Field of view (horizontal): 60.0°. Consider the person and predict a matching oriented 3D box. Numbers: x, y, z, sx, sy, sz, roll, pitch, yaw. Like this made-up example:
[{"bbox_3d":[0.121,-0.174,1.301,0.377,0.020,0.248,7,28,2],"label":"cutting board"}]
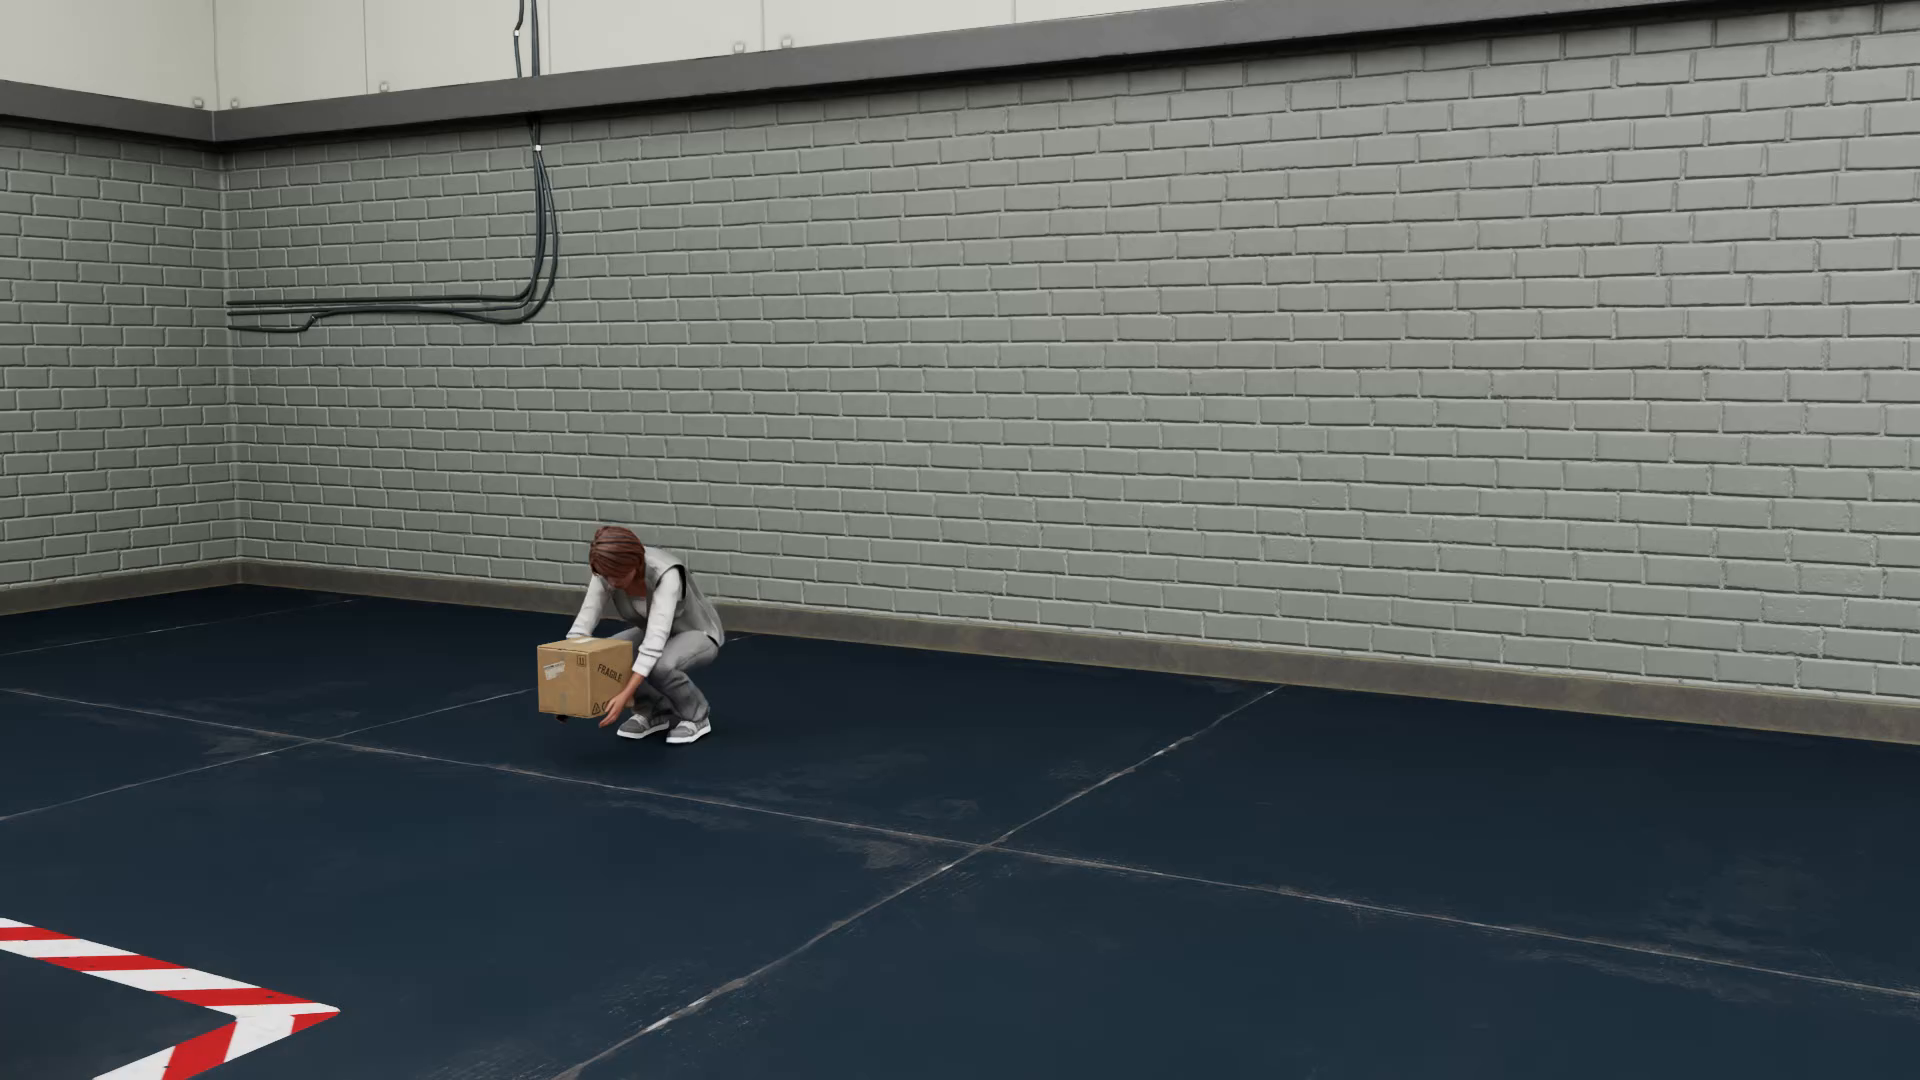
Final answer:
[{"bbox_3d":[-1.226,0.366,6.504,0.461,0.888,0.811,3,7,29],"label":"person"}]
